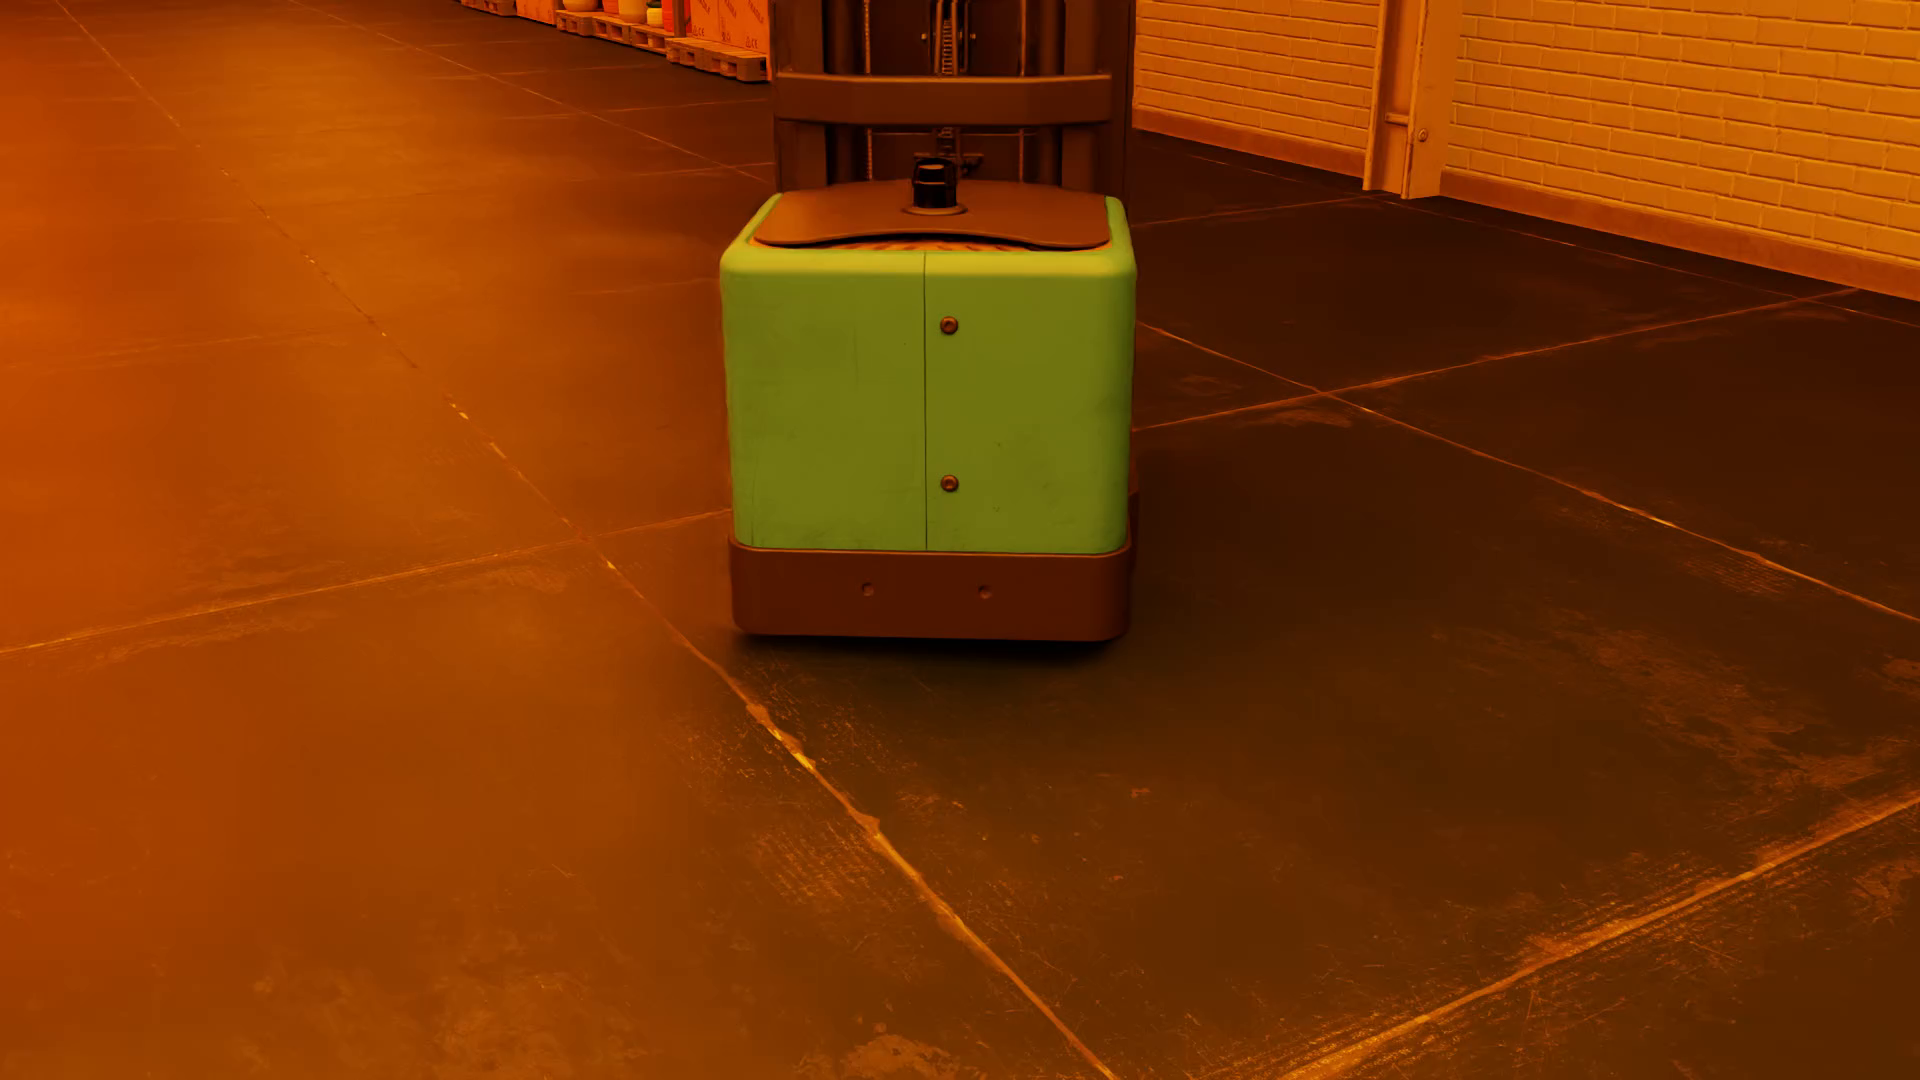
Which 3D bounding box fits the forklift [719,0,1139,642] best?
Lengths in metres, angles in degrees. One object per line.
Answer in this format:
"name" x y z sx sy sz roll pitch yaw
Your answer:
"forklift" -0.011 -1.607 5.191 1.130 2.935 3.031 1 22 3
